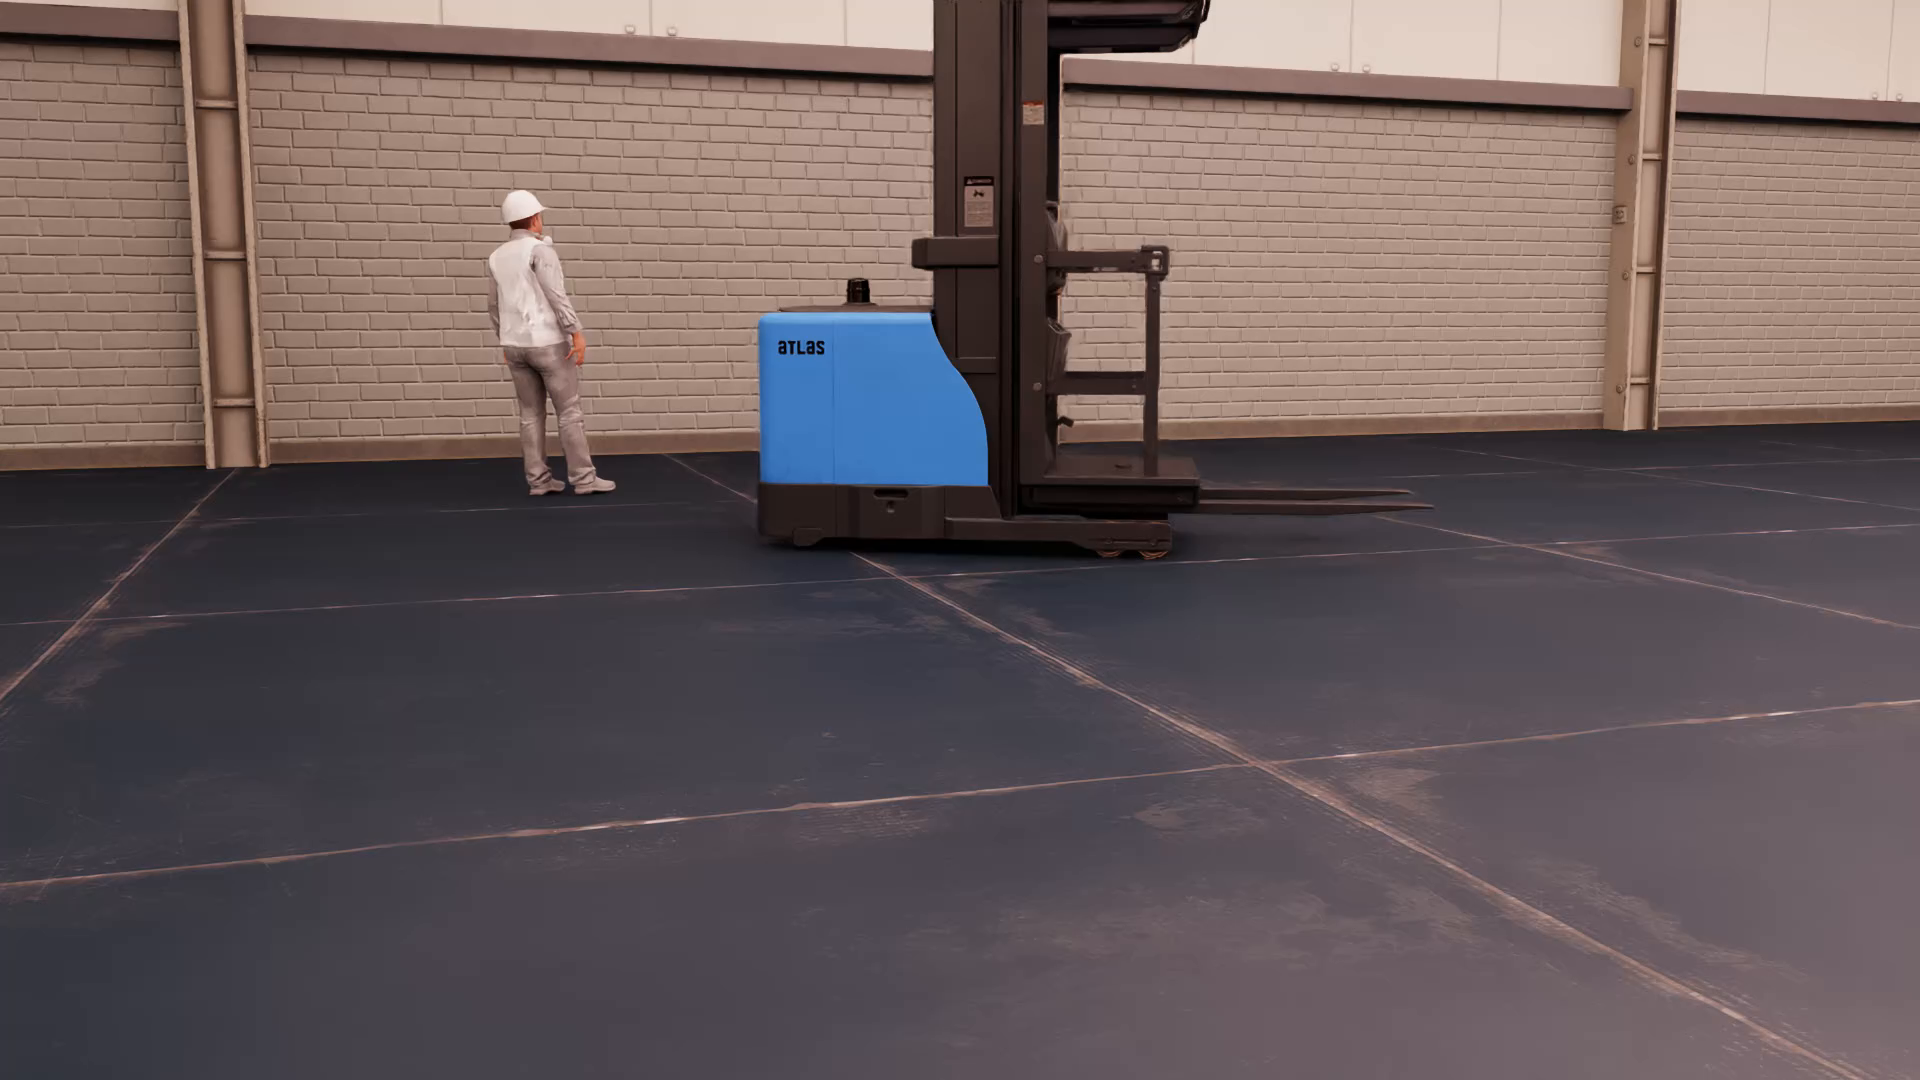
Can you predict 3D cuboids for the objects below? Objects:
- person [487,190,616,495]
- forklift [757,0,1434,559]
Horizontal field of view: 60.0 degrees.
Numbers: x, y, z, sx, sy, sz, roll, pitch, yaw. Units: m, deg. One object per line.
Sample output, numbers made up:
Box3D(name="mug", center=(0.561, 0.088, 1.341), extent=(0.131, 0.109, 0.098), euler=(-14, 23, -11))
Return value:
Box3D(name="person", center=(-2.448, -1.163, 9.859), extent=(0.639, 1.778, 0.566), euler=(4, 9, 29))
Box3D(name="forklift", center=(0.628, -1.446, 7.679), extent=(3.031, 2.935, 1.130), euler=(1, 8, 6))
